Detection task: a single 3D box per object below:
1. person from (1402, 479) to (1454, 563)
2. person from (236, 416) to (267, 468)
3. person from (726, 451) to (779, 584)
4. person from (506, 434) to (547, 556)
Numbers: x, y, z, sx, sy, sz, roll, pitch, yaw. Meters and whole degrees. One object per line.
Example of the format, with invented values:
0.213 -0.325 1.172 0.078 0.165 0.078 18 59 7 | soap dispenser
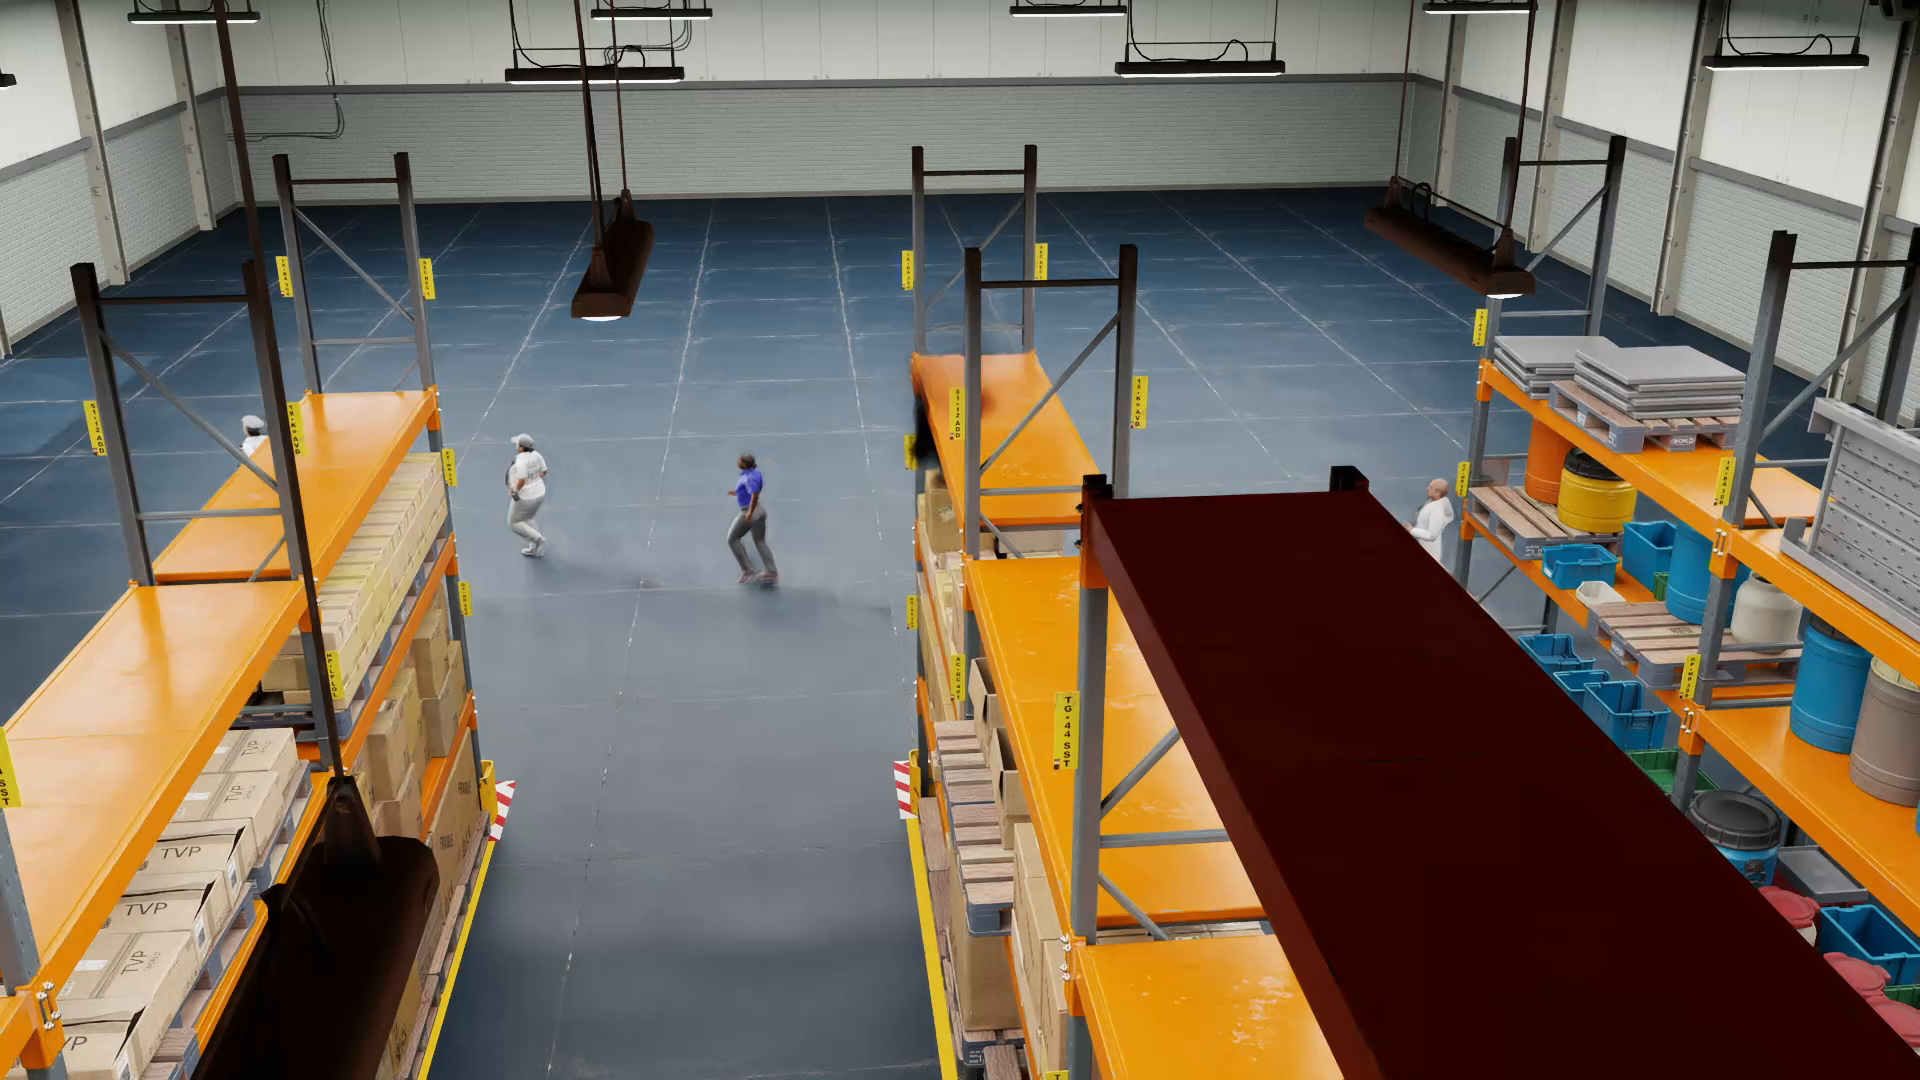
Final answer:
5.348 0.128 18.929 0.969 1.751 0.719 7 23 16 | person
-8.958 -0.771 21.218 0.846 1.683 0.616 11 24 26 | person
-2.538 -0.264 20.108 0.708 1.686 0.562 10 24 24 | person
-5.422 -0.557 20.856 0.571 1.617 0.603 9 23 22 | person
